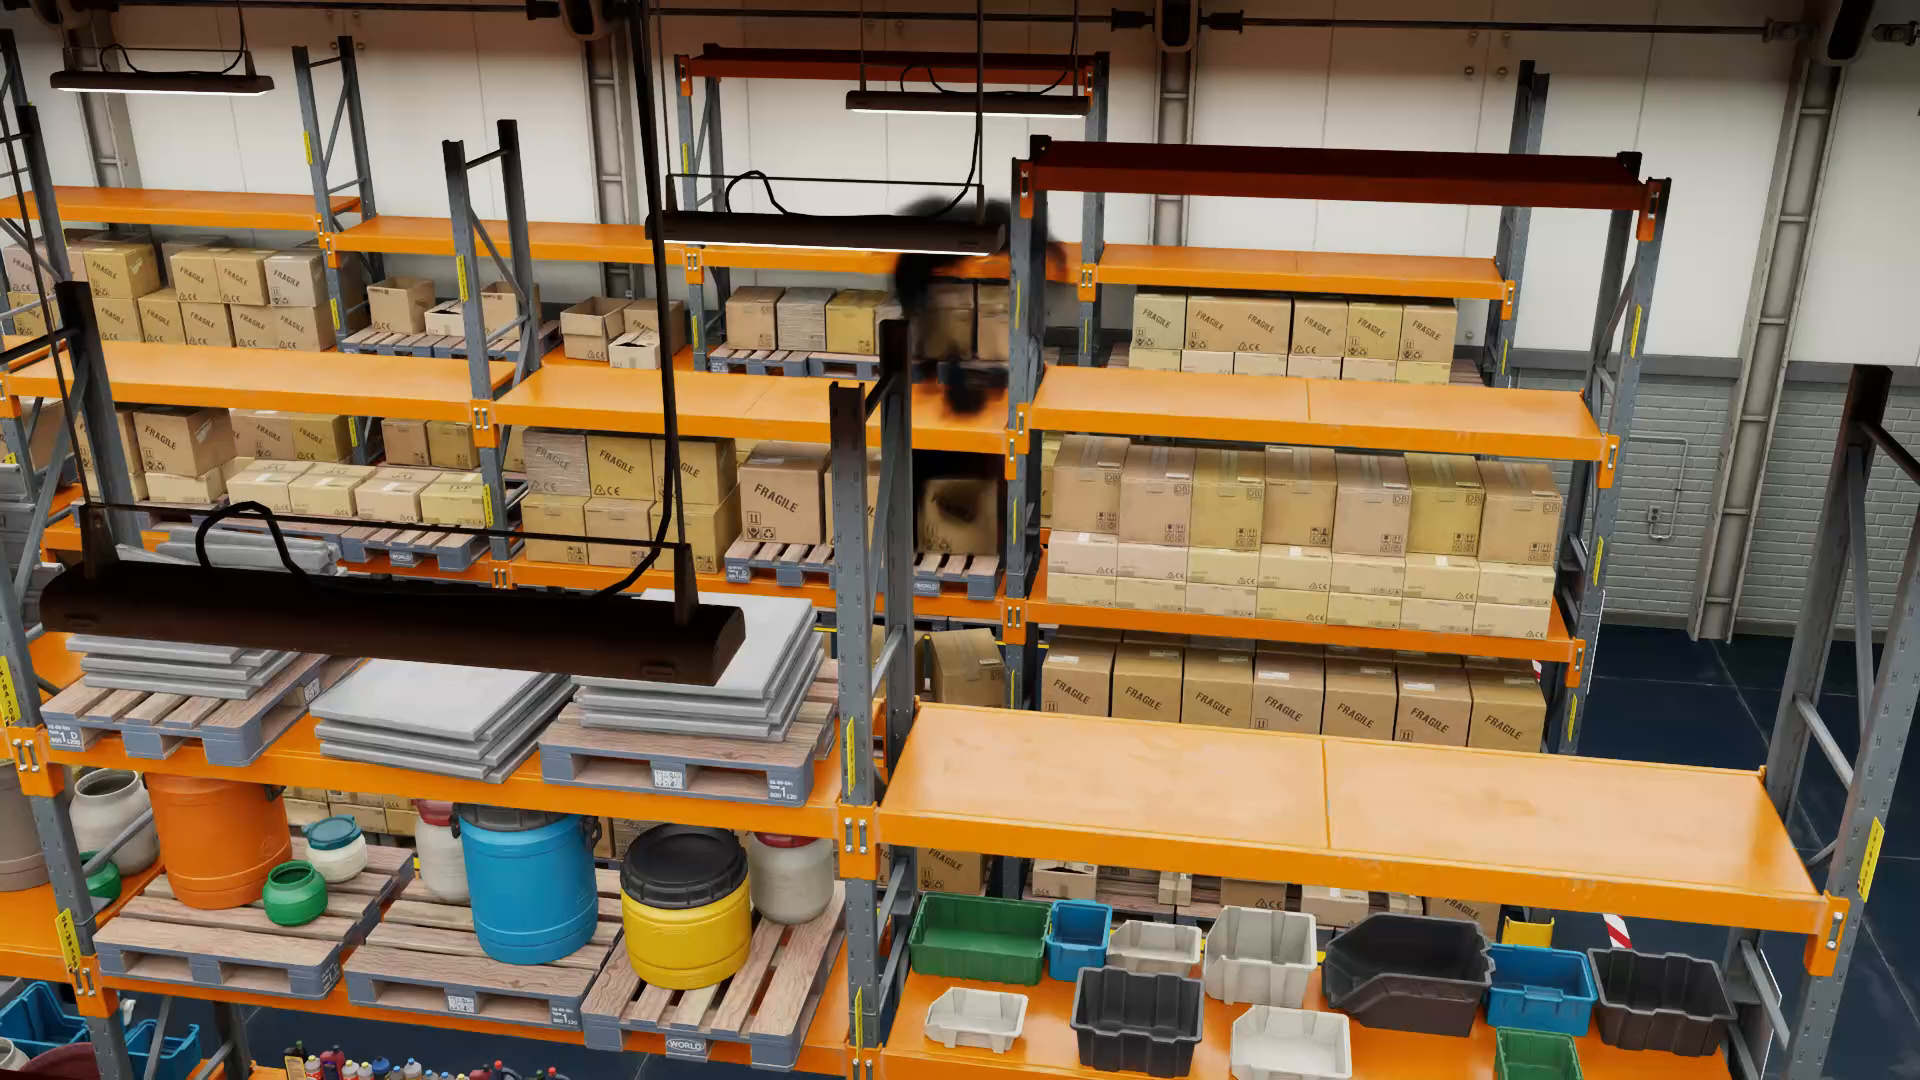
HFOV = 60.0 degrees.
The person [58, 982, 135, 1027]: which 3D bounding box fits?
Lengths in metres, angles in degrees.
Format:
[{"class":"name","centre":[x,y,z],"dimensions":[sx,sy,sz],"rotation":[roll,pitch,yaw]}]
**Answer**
[{"class":"person","centre":[-6.079,2.876,11.650],"dimensions":[0.599,1.560,0.564],"rotation":[5,23,11]}]
